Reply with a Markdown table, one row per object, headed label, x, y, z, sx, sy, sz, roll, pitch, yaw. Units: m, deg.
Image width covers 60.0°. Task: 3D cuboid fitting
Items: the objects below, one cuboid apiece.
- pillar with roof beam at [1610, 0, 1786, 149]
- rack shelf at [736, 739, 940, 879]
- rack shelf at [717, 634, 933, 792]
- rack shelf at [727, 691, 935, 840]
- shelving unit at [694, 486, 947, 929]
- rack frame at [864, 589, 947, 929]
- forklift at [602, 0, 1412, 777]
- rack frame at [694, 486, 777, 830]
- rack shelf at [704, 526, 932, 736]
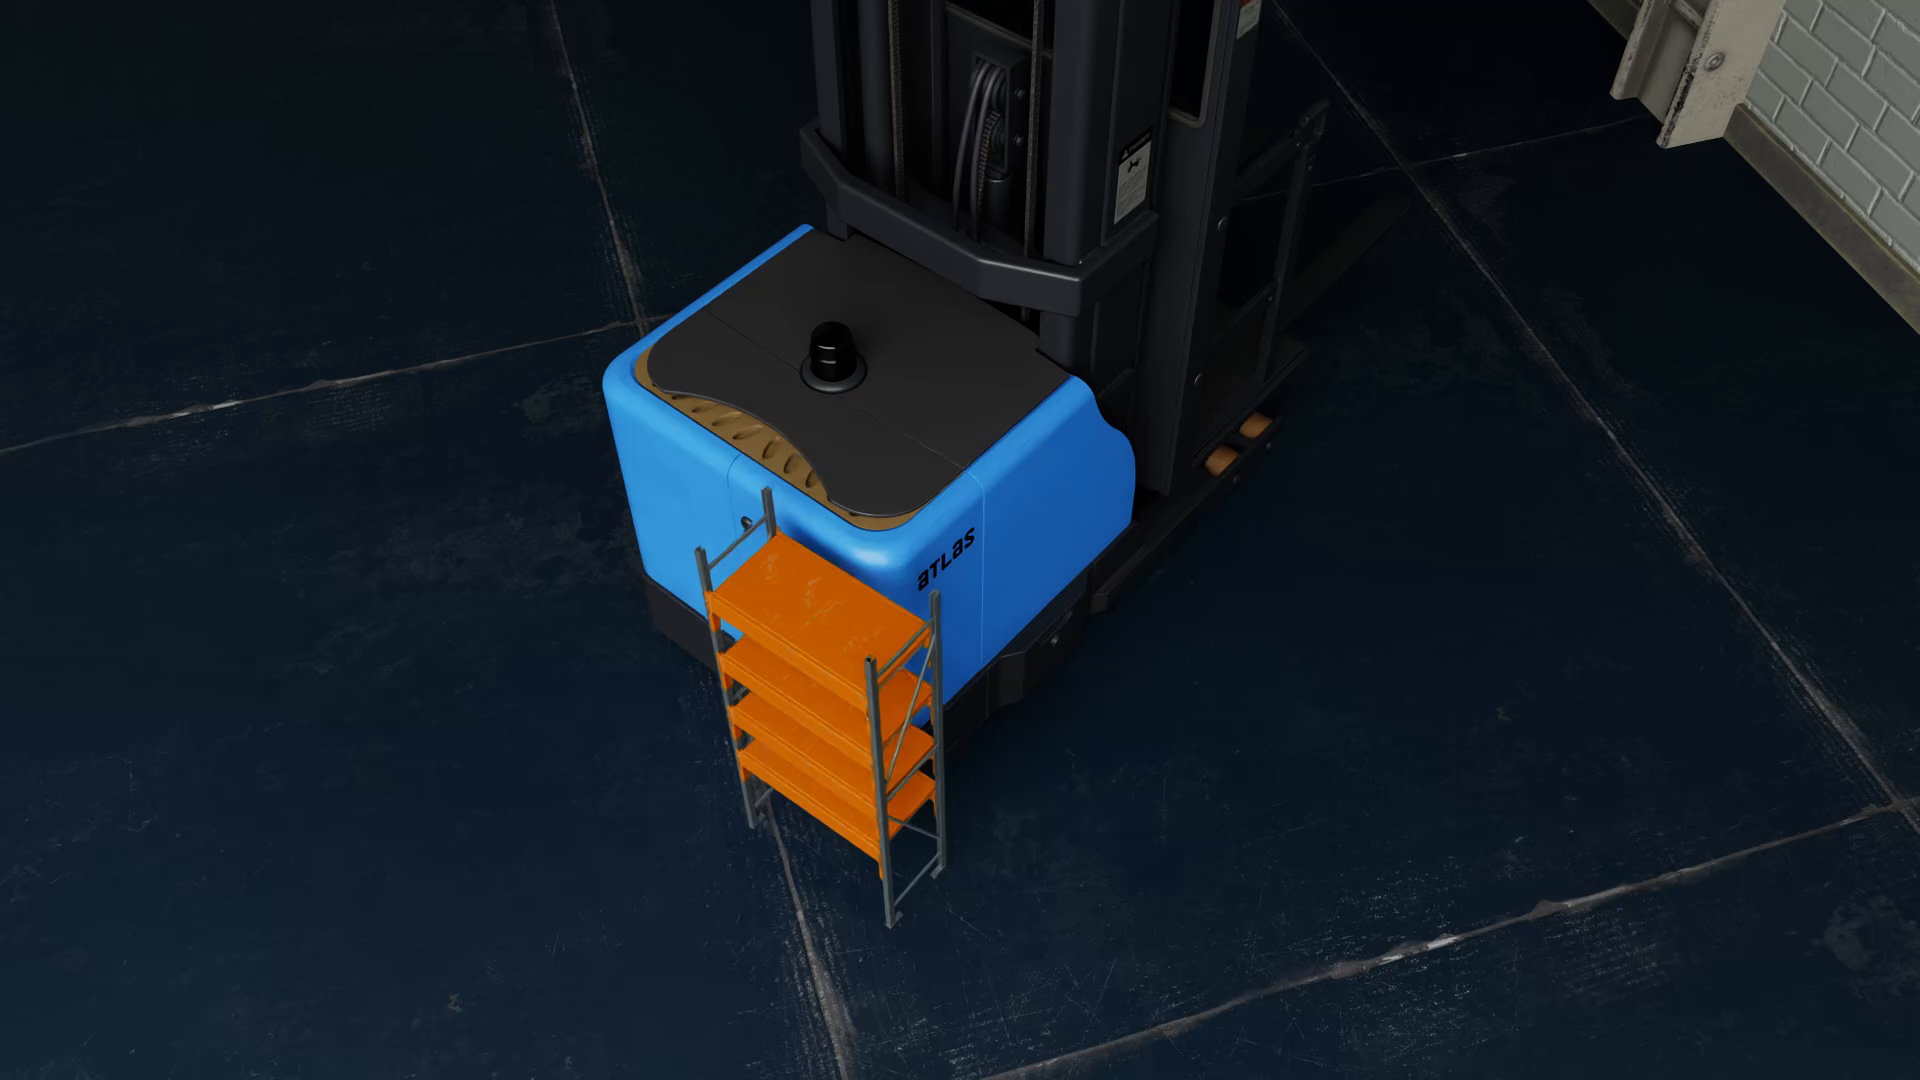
| label | x | y | z | sx | sy | sz | roll | pitch | yaw |
| --- | --- | --- | --- | --- | --- | --- | --- | --- | --- |
| pillar with roof beam | -1.256 | -3.647 | 2.439 | 9.100 | 9.000 | 0.400 | -13 | 51 | -11 |
| rack shelf | -0.310 | 0.621 | 4.288 | 0.480 | 0.148 | 0.258 | 31 | 57 | 23 |
| rack shelf | -0.312 | 0.351 | 3.963 | 0.480 | 0.148 | 0.258 | 31 | 57 | 23 |
| rack shelf | -0.311 | 0.494 | 4.135 | 0.480 | 0.148 | 0.258 | 31 | 57 | 23 |
| shelving unit | -0.311 | 0.451 | 4.083 | 0.503 | 1.200 | 0.258 | 31 | 57 | 23 |
| rack frame | -0.118 | 0.565 | 3.987 | 0.015 | 1.200 | 0.240 | 31 | 57 | 23 |
| forklift | 0.402 | -1.311 | 4.438 | 1.130 | 2.935 | 3.031 | 33 | 57 | 24 |
| rack frame | -0.504 | 0.337 | 4.180 | 0.015 | 1.200 | 0.240 | 31 | 57 | 23 |
| rack shelf | -0.313 | 0.200 | 3.781 | 0.480 | 0.148 | 0.258 | 31 | 57 | 23 |
